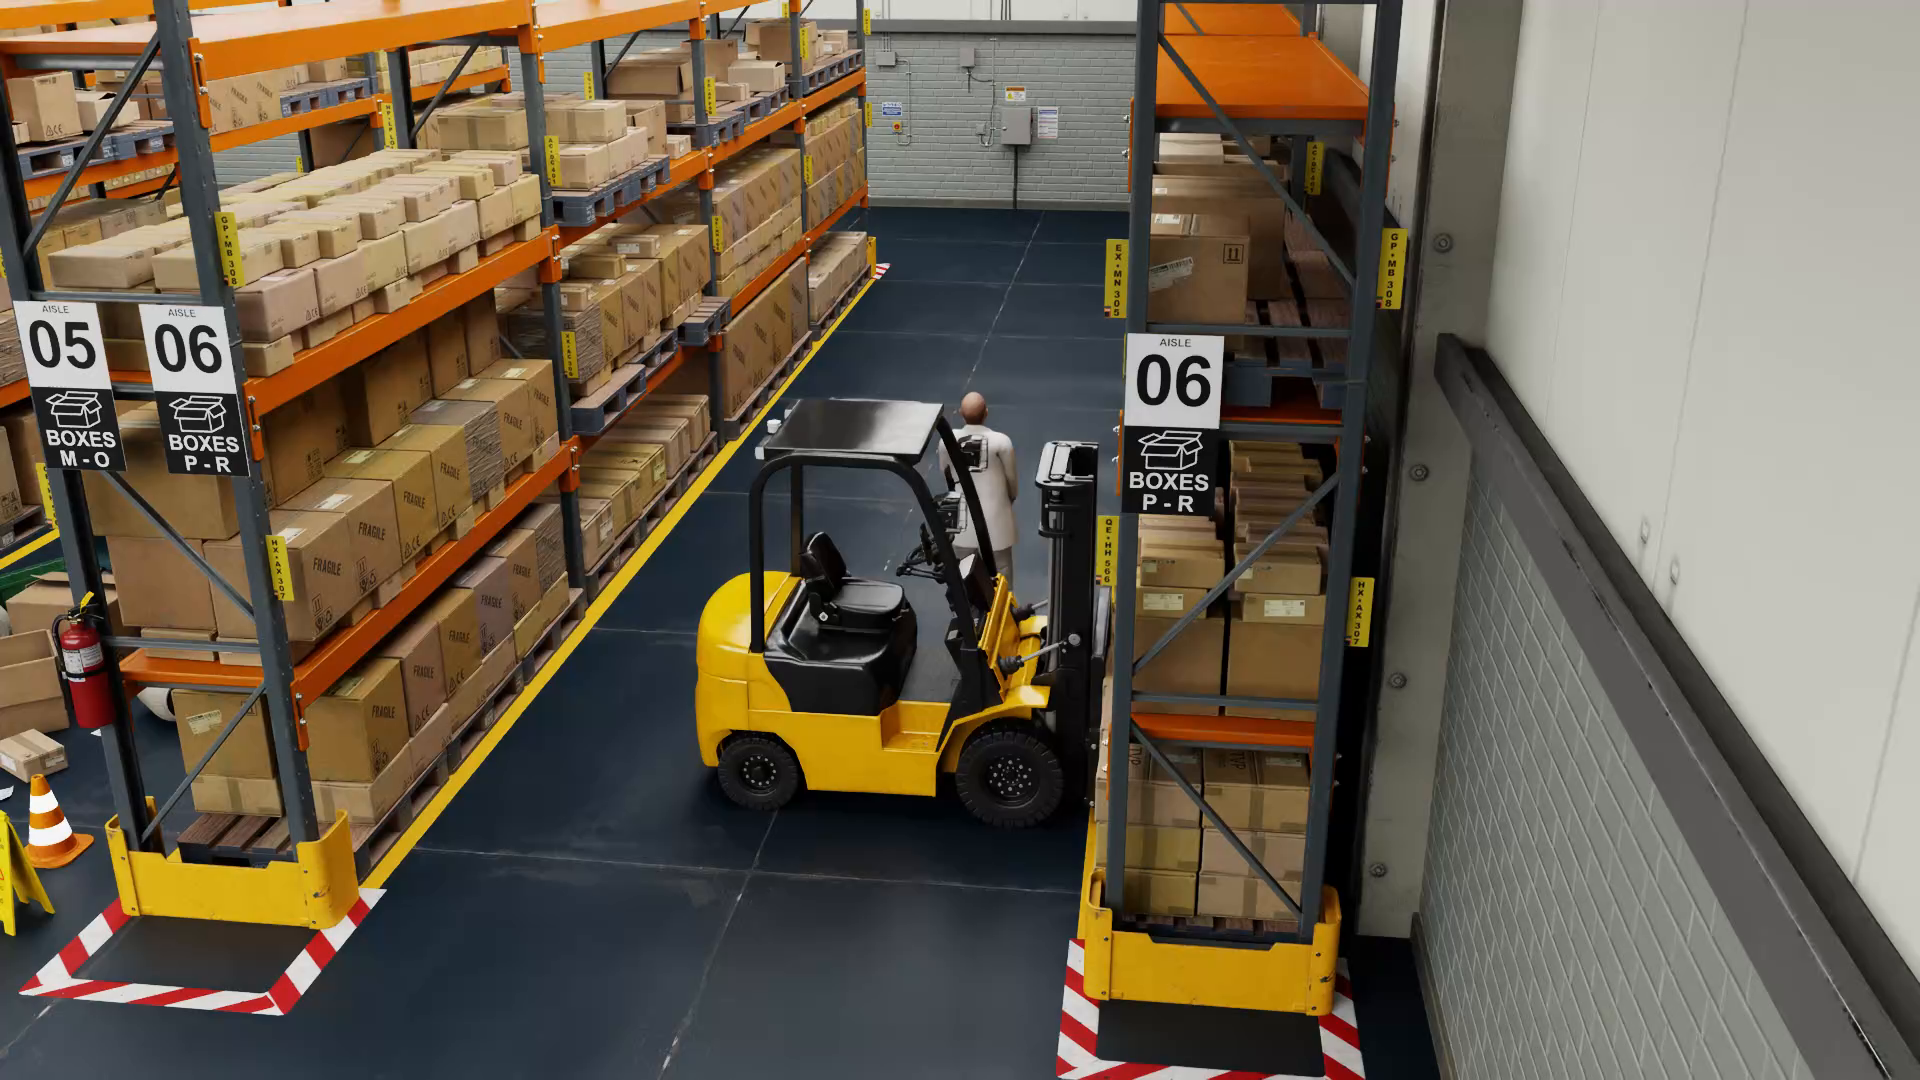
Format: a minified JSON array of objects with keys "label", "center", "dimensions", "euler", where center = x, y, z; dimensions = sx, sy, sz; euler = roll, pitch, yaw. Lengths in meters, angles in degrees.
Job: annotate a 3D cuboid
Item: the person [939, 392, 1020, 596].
[{"label":"person","center":[0.155,-0.210,11.646],"dimensions":[0.557,1.780,0.522],"euler":[6,22,15]}]
